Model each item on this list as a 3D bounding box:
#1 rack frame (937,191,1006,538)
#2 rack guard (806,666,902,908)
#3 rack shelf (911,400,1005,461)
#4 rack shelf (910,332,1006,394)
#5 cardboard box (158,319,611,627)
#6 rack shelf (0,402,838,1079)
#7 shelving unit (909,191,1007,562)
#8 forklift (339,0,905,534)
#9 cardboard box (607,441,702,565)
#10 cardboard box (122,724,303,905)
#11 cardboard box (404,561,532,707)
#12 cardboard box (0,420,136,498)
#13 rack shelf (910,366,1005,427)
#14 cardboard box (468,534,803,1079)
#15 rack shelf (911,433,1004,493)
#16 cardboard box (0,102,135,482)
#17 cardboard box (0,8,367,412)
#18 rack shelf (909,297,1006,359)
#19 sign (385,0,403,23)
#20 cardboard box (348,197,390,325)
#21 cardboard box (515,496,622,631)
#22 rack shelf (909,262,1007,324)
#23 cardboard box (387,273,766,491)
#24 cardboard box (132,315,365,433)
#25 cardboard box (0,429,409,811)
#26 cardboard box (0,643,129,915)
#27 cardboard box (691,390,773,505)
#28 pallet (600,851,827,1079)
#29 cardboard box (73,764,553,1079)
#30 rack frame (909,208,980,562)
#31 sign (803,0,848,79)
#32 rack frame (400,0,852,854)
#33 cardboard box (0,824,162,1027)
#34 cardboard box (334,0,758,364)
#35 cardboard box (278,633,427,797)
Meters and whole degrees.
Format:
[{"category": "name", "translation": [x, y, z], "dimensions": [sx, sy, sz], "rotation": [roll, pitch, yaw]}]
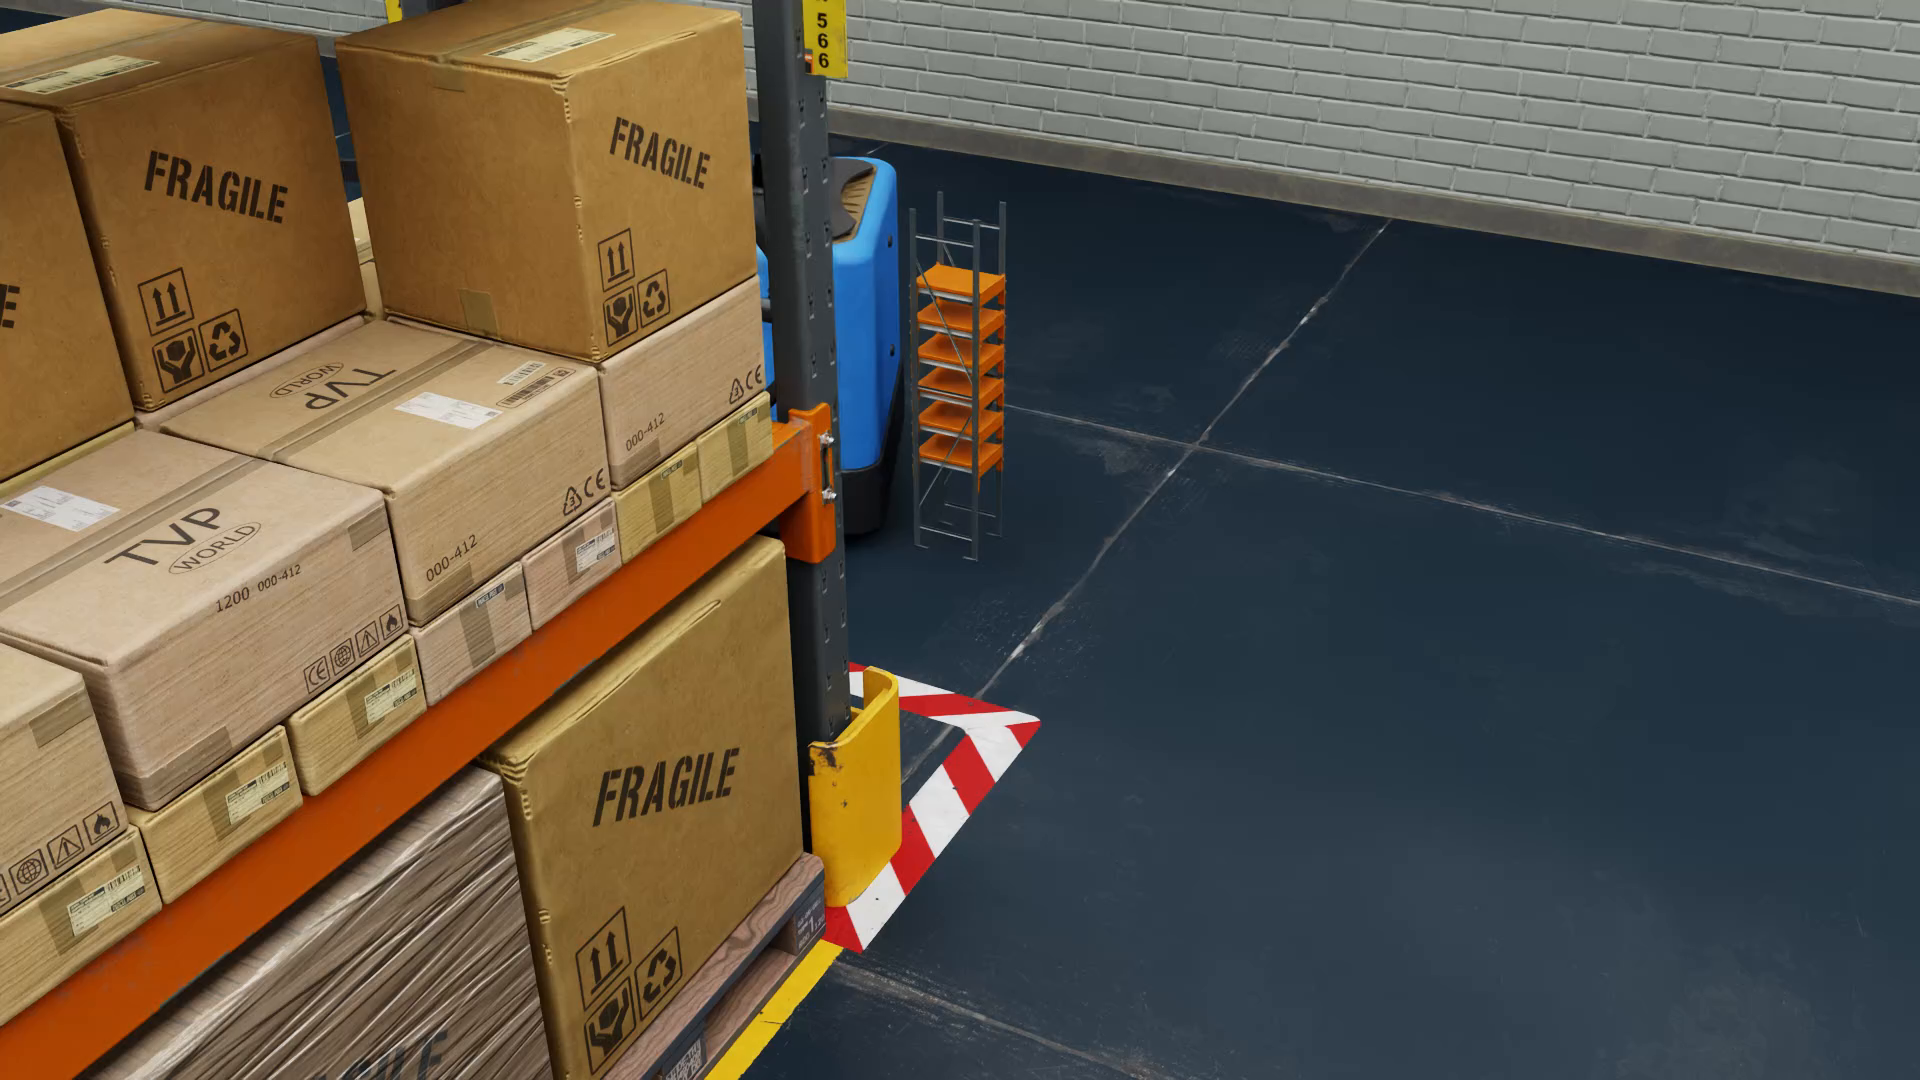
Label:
[{"category": "rack frame", "translation": [0.035, -0.554, 5.511], "dimensions": [0.240, 1.200, 0.006], "rotation": [14, 33, 23]}, {"category": "rack guard", "translation": [-0.728, 0.504, 4.371], "dimensions": [1.175, 0.500, 0.348], "rotation": [14, 33, 23]}, {"category": "rack shelf", "translation": [-0.007, -0.371, 5.522], "dimensions": [0.258, 0.103, 0.180], "rotation": [14, 33, 23]}, {"category": "rack shelf", "translation": [-0.007, -0.579, 5.402], "dimensions": [0.258, 0.103, 0.180], "rotation": [14, 33, 23]}, {"category": "cardboard box", "translation": [-0.955, -0.134, 2.823], "dimensions": [0.500, 0.250, 0.500], "rotation": [14, 33, 22]}, {"category": "rack shelf", "translation": [-1.650, 0.629, 2.365], "dimensions": [1.077, 0.370, 4.000], "rotation": [14, 33, 23]}, {"category": "shelving unit", "translation": [-0.007, -0.514, 5.440], "dimensions": [0.258, 1.200, 0.189], "rotation": [14, 33, 23]}, {"category": "forklift", "translation": [-1.750, -1.525, 5.463], "dimensions": [3.031, 2.935, 1.130], "rotation": [2, 30, 3]}, {"category": "cardboard box", "translation": [-0.725, -0.113, 3.186], "dimensions": [0.380, 0.149, 0.250], "rotation": [15, 33, 24]}, {"category": "cardboard box", "translation": [-1.190, 0.340, 2.398], "dimensions": [0.380, 0.149, 0.250], "rotation": [14, 33, 23]}, {"category": "cardboard box", "translation": [-0.956, 0.109, 2.800], "dimensions": [0.380, 0.149, 0.250], "rotation": [15, 33, 24]}, {"category": "cardboard box", "translation": [-1.661, -0.028, 2.639], "dimensions": [0.500, 0.250, 0.500], "rotation": [13, 32, 22]}, {"category": "rack shelf", "translation": [-0.007, -0.475, 5.462], "dimensions": [0.258, 0.103, 0.180], "rotation": [14, 33, 23]}, {"category": "cardboard box", "translation": [-0.960, 0.471, 3.629], "dimensions": [0.875, 0.875, 0.875], "rotation": [14, 33, 23]}, {"category": "rack shelf", "translation": [-0.007, -0.267, 5.582], "dimensions": [0.258, 0.103, 0.180], "rotation": [14, 33, 23]}, {"category": "cardboard box", "translation": [-1.657, -0.355, 2.454], "dimensions": [0.500, 0.500, 0.500], "rotation": [13, 32, 22]}, {"category": "cardboard box", "translation": [-1.426, -0.586, 2.857], "dimensions": [0.500, 0.500, 0.500], "rotation": [13, 33, 22]}, {"category": "rack shelf", "translation": [-0.007, -0.683, 5.343], "dimensions": [0.258, 0.103, 0.180], "rotation": [14, 33, 23]}, {"category": "sign", "translation": [-1.231, -1.108, 3.718], "dimensions": [0.100, 0.325, 0.005], "rotation": [14, 33, 23]}, {"category": "cardboard box", "translation": [-1.198, -0.482, 3.429], "dimensions": [0.500, 0.250, 0.500], "rotation": [13, 32, 22]}, {"category": "cardboard box", "translation": [-0.841, -0.001, 2.992], "dimensions": [0.380, 0.149, 0.250], "rotation": [14, 33, 23]}, {"category": "rack shelf", "translation": [-0.007, -0.788, 5.283], "dimensions": [0.258, 0.103, 0.180], "rotation": [14, 33, 23]}, {"category": "cardboard box", "translation": [-0.724, -0.359, 3.214], "dimensions": [0.500, 0.250, 0.500], "rotation": [14, 33, 23]}, {"category": "cardboard box", "translation": [-1.429, -0.250, 3.025], "dimensions": [0.500, 0.250, 0.500], "rotation": [14, 33, 23]}, {"category": "cardboard box", "translation": [-1.187, 0.092, 2.430], "dimensions": [0.500, 0.250, 0.500], "rotation": [13, 32, 22]}, {"category": "cardboard box", "translation": [-1.421, 0.324, 2.026], "dimensions": [0.500, 0.250, 0.500], "rotation": [14, 33, 23]}, {"category": "cardboard box", "translation": [-0.608, -0.228, 3.387], "dimensions": [0.380, 0.149, 0.250], "rotation": [15, 33, 24]}, {"category": "pallet", "translation": [-1.034, 1.012, 3.776], "dimensions": [1.003, 0.211, 1.213], "rotation": [14, 33, 23]}, {"category": "cardboard box", "translation": [-1.374, 0.875, 2.926], "dimensions": [0.875, 0.875, 0.875], "rotation": [14, 33, 23]}, {"category": "rack frame", "translation": [-0.048, -0.473, 5.369], "dimensions": [0.240, 1.200, 0.006], "rotation": [14, 33, 23]}, {"category": "sign", "translation": [-0.262, -1.045, 3.157], "dimensions": [0.100, 0.325, 0.005], "rotation": [14, 33, 23]}, {"category": "rack frame", "translation": [-0.739, -0.570, 3.730], "dimensions": [1.000, 3.000, 0.127], "rotation": [14, 33, 23]}, {"category": "cardboard box", "translation": [-1.305, 0.449, 2.207], "dimensions": [0.380, 0.149, 0.250], "rotation": [15, 33, 24]}, {"category": "cardboard box", "translation": [-0.727, -0.683, 3.026], "dimensions": [0.500, 0.500, 0.500], "rotation": [15, 33, 24]}, {"category": "cardboard box", "translation": [-1.072, 0.225, 2.598], "dimensions": [0.380, 0.149, 0.250], "rotation": [14, 33, 22]}]
